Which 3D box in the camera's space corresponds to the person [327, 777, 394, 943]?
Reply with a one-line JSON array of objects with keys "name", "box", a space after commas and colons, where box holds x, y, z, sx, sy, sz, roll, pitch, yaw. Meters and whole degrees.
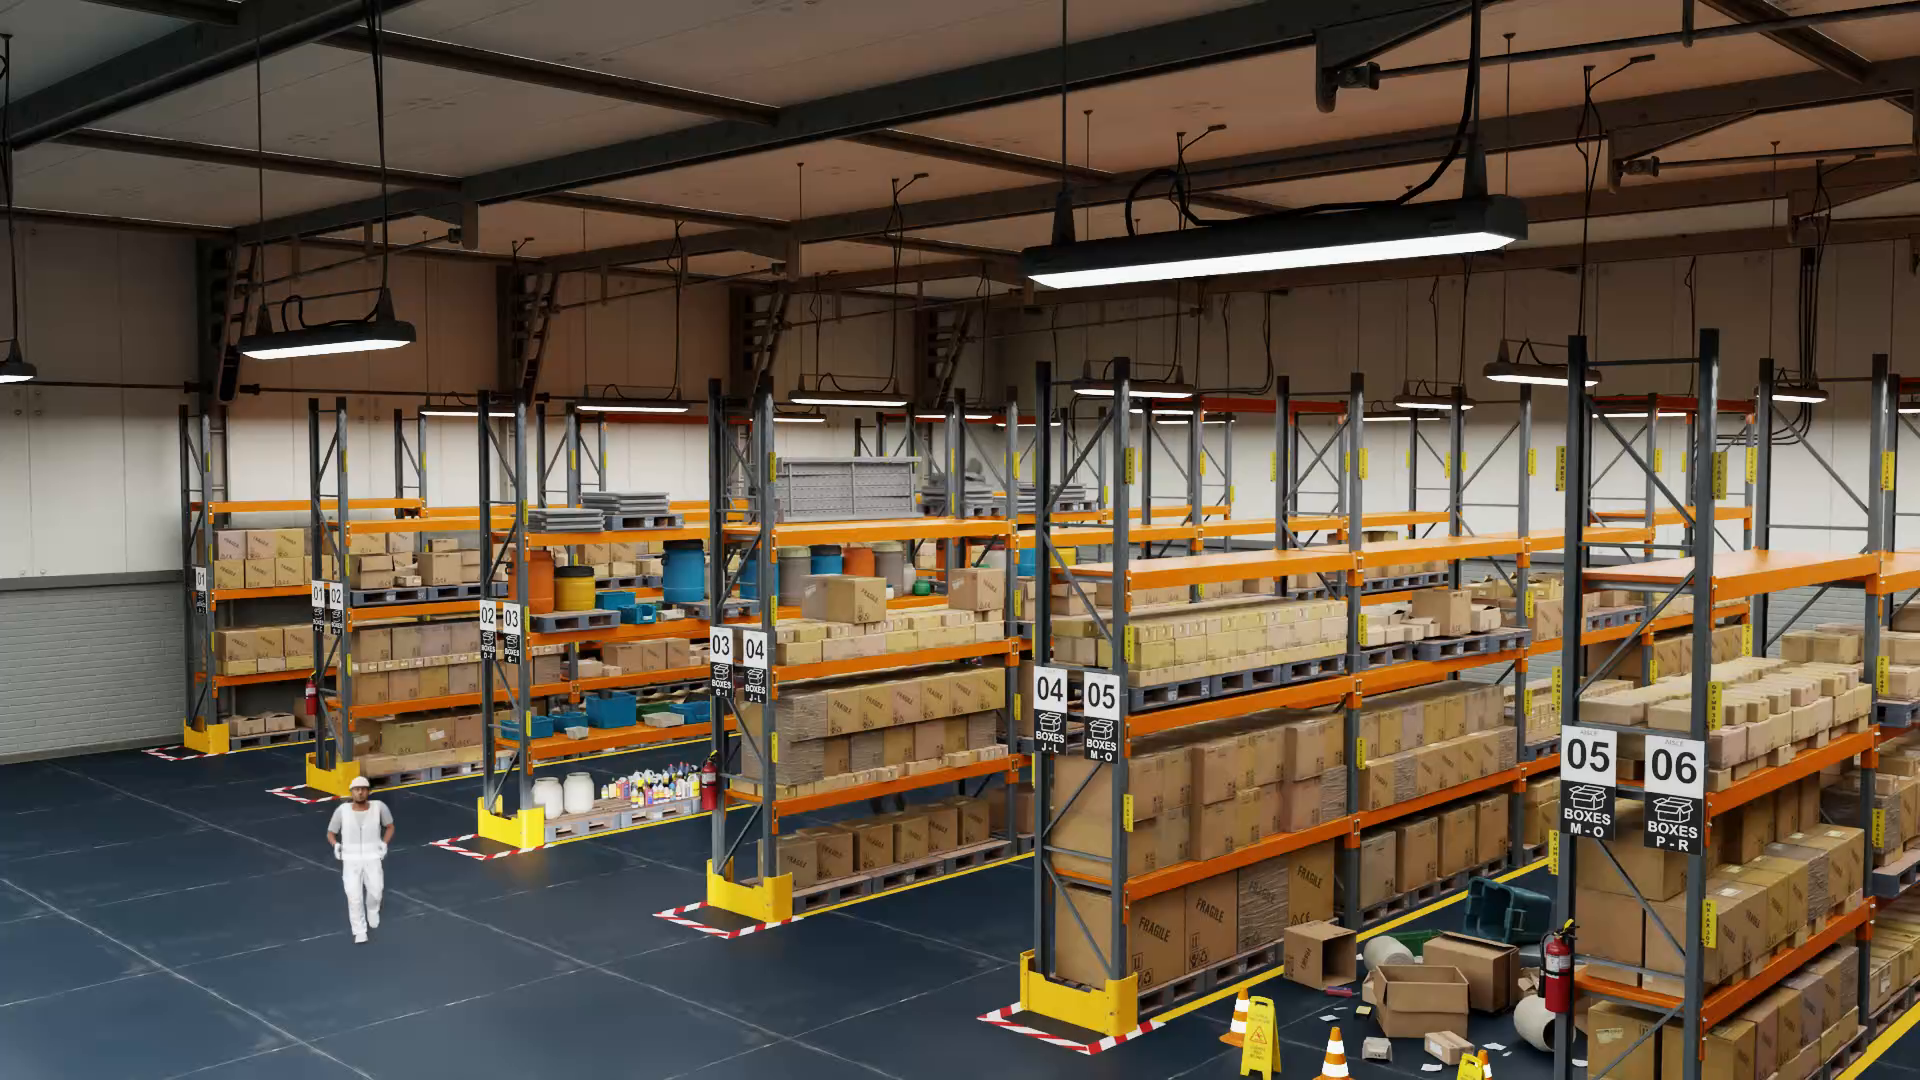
[{"name": "person", "box": [-6.334, 3.368, 17.593, 0.678, 1.733, 0.620, -1, 3, -20]}]

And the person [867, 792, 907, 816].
[{"name": "person", "box": [-0.934, 3.165, 22.574, 0.559, 1.671, 0.755, 3, 4, 42]}]
